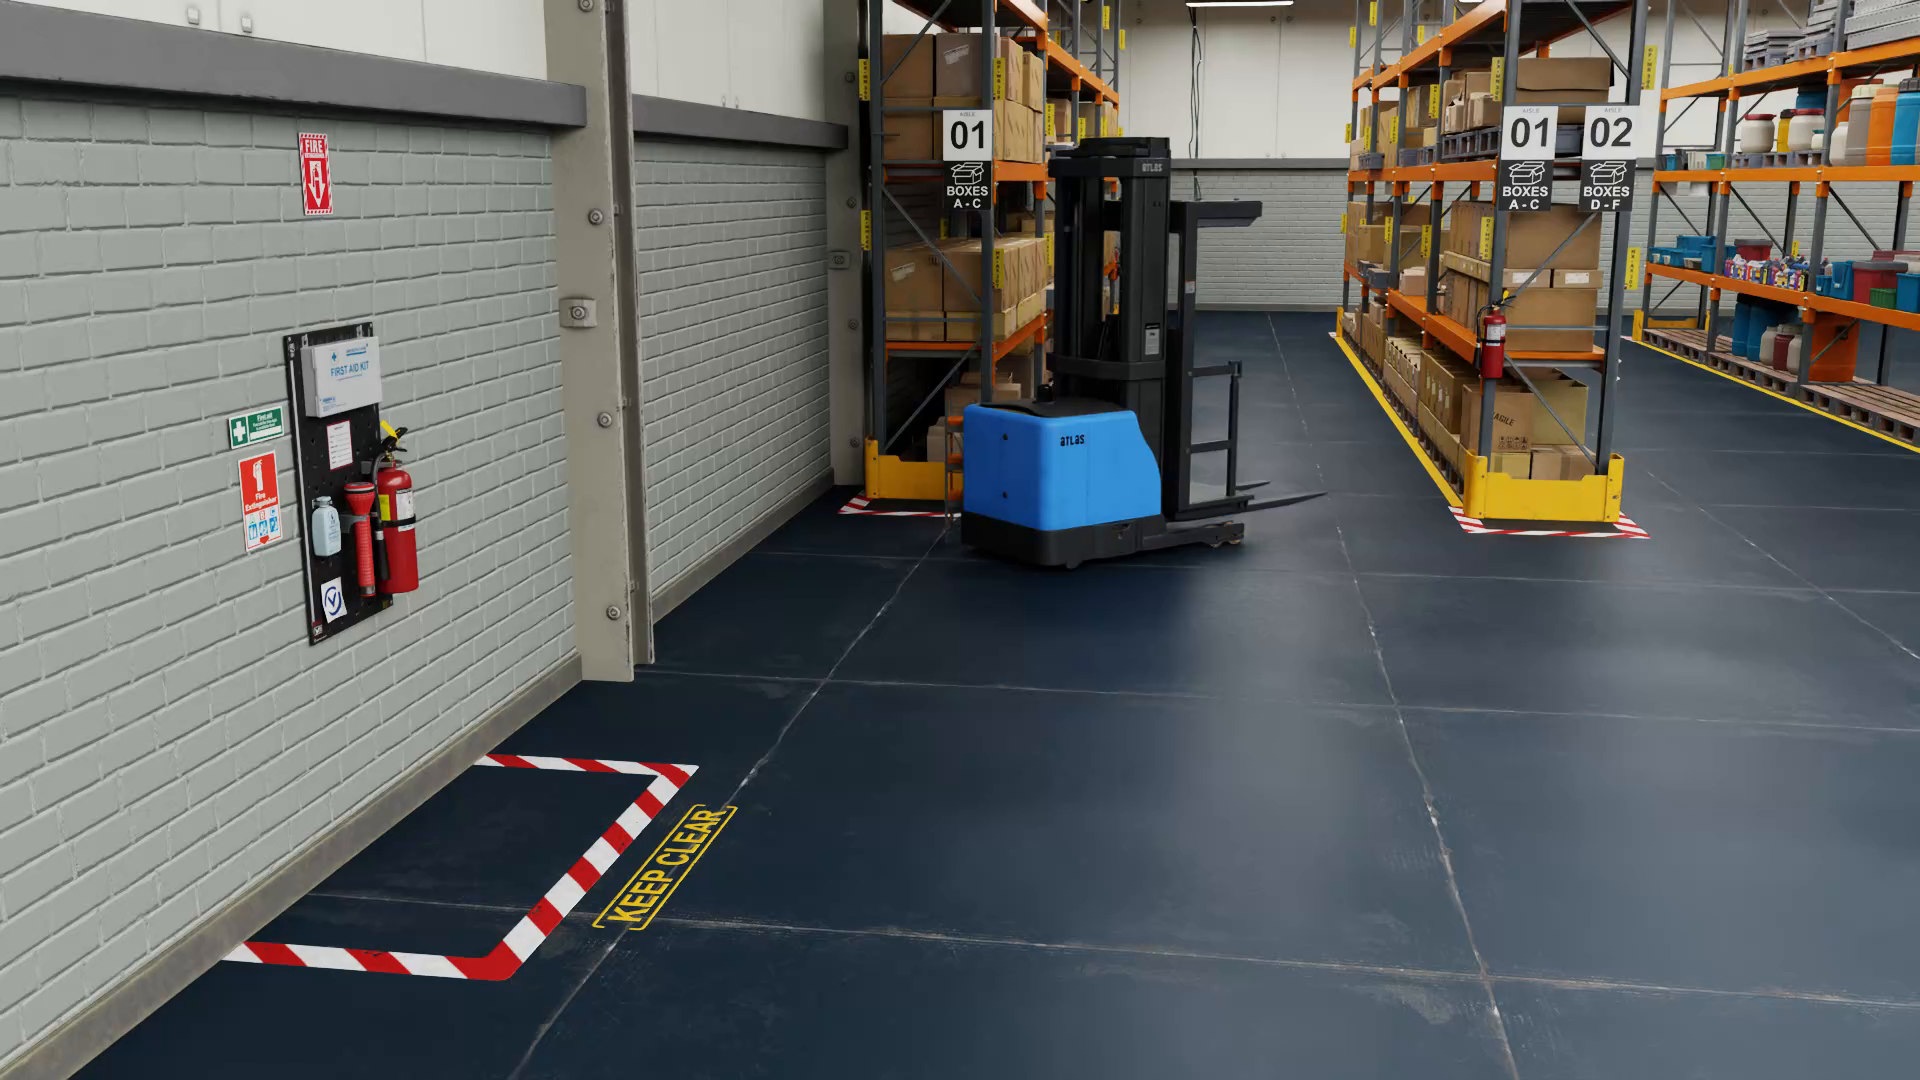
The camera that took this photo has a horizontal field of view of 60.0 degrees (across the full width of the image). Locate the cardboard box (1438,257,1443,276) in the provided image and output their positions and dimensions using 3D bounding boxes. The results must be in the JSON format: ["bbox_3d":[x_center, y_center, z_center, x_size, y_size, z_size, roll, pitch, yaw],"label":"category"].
[{"bbox_3d":[5.578,-2.919,18.683,0.500,0.500,0.500,2,12,9],"label":"cardboard box"}]

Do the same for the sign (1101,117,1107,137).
[{"bbox_3d":[2.158,-6.180,24.954,0.100,0.325,0.005,2,12,9],"label":"sign"}]

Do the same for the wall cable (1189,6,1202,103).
[{"bbox_3d":[6.132,-10.117,33.459,3.097,2.526,0.112,2,12,9],"label":"wall cable"}]

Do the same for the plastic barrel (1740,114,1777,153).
[{"bbox_3d":[11.081,-5.638,23.095,0.433,0.535,0.433,0,12,0],"label":"plastic barrel"}]

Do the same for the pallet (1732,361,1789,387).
[{"bbox_3d":[11.064,-2.224,22.313,1.003,0.211,1.213,2,12,9],"label":"pallet"}]

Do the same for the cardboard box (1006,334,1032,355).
[{"bbox_3d":[0.551,-2.262,18.980,0.500,0.250,0.500,2,12,7],"label":"cardboard box"}]

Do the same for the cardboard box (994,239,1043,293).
[{"bbox_3d":[0.552,-2.748,16.651,0.500,0.500,0.500,2,12,8],"label":"cardboard box"}]

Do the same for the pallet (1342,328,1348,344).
[{"bbox_3d":[6.997,-3.450,28.002,1.003,0.211,1.213,2,12,9],"label":"pallet"}]

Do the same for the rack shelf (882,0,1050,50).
[{"bbox_3d":[0.082,-4.820,15.215,1.077,0.370,4.000,2,12,9],"label":"rack shelf"}]

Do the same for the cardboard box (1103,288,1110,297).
[{"bbox_3d":[2.348,-4.221,28.355,0.380,0.149,0.250,2,12,10],"label":"cardboard box"}]

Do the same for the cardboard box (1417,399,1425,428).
[{"bbox_3d":[4.914,-1.272,16.804,0.500,0.250,0.500,2,12,9],"label":"cardboard box"}]

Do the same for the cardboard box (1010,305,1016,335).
[{"bbox_3d":[0.229,-1.961,14.780,0.500,0.250,0.500,1,12,7],"label":"cardboard box"}]

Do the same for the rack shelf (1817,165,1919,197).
[{"bbox_3d":[10.487,-3.867,17.904,1.077,0.370,4.000,2,12,9],"label":"rack shelf"}]

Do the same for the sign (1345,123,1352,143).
[{"bbox_3d":[6.595,-6.906,28.226,0.100,0.325,0.005,2,12,9],"label":"sign"}]

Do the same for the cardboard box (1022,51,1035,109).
[{"bbox_3d":[0.437,-4.334,15.707,0.500,0.500,0.500,1,12,7],"label":"cardboard box"}]

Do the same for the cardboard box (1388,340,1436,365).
[{"bbox_3d":[5.457,-2.256,20.041,0.500,0.311,0.500,2,12,7],"label":"cardboard box"}]

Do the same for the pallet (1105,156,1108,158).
[{"bbox_3d":[1.757,-5.915,25.912,1.003,0.211,1.213,2,12,9],"label":"pallet"}]

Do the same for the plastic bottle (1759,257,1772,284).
[{"bbox_3d":[10.725,-3.579,22.095,0.144,0.351,0.185,2,12,9],"label":"plastic bottle"}]

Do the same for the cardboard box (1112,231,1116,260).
[{"bbox_3d":[2.167,-5.195,28.768,0.980,0.700,0.700,2,12,11],"label":"cardboard box"}]

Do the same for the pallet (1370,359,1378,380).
[{"bbox_3d":[6.243,-2.374,23.009,1.003,0.211,1.213,2,12,9],"label":"pallet"}]

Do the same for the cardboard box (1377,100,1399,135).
[{"bbox_3d":[6.553,-6.269,24.732,0.700,0.500,0.500,2,12,9],"label":"cardboard box"}]

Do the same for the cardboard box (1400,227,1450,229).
[{"bbox_3d":[6.305,-4.047,22.918,0.700,0.500,0.500,-1,12,-6],"label":"cardboard box"}]

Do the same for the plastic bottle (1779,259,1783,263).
[{"bbox_3d":[11.668,-3.848,23.524,0.152,0.276,0.135,2,12,9],"label":"plastic bottle"}]

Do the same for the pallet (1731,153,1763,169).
[{"bbox_3d":[11.385,-5.209,22.872,1.213,0.211,1.003,2,12,9],"label":"pallet"}]

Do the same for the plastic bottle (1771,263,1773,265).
[{"bbox_3d":[10.720,-3.512,21.946,0.061,0.283,0.133,2,12,9],"label":"plastic bottle"}]

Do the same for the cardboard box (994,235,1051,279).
[{"bbox_3d":[0.665,-3.280,19.311,0.700,0.500,0.500,4,13,16],"label":"cardboard box"}]

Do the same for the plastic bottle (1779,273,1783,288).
[{"bbox_3d":[10.581,-3.342,21.354,0.097,0.201,0.097,0,12,0],"label":"plastic bottle"}]

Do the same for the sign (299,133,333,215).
[{"bbox_3d":[-2.413,-1.371,6.231,0.001,0.298,0.199,2,12,9],"label":"sign"}]

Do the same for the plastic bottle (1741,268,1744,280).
[{"bbox_3d":[10.831,-3.680,22.922,0.097,0.201,0.097,0,12,0],"label":"plastic bottle"}]

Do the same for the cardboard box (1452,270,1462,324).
[{"bbox_3d":[5.149,-2.344,16.011,0.700,0.500,0.500,2,12,8],"label":"cardboard box"}]

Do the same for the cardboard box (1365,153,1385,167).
[{"bbox_3d":[6.328,-5.665,24.898,0.500,0.250,0.500,2,12,9],"label":"cardboard box"}]

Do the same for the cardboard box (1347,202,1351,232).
[{"bbox_3d":[6.802,-5.449,28.047,0.500,0.500,0.500,2,12,10],"label":"cardboard box"}]

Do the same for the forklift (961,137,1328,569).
[{"bbox_3d":[1.496,-1.456,12.294,3.031,2.935,1.130,-9,15,-35],"label":"forklift"}]

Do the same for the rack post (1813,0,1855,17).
[{"bbox_3d":[10.817,-6.519,20.157,0.624,0.289,0.986,2,12,9],"label":"rack post"}]

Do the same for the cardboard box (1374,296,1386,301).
[{"bbox_3d":[7.291,-3.867,28.207,0.500,0.500,0.500,2,12,9],"label":"cardboard box"}]

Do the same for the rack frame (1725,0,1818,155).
[{"bbox_3d":[11.410,-6.934,23.308,1.000,3.000,0.127,2,12,9],"label":"rack frame"}]

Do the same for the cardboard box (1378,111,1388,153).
[{"bbox_3d":[6.365,-5.830,23.832,0.600,0.600,0.600,1,12,3],"label":"cardboard box"}]

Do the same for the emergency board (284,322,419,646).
[{"bbox_3d":[-2.313,-0.236,6.468,0.194,1.169,0.643,2,12,9],"label":"emergency board"}]

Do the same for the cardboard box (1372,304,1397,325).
[{"bbox_3d":[5.970,-3.117,22.945,0.500,0.250,0.500,2,12,8],"label":"cardboard box"}]

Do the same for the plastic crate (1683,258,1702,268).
[{"bbox_3d":[11.380,-4.274,25.689,0.293,0.136,0.466,2,12,9],"label":"plastic crate"}]

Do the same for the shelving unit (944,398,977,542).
[{"bbox_3d":[0.008,-0.524,12.434,0.215,1.050,0.252,2,12,9],"label":"shelving unit"}]

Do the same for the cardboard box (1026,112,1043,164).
[{"bbox_3d":[0.556,-4.068,16.846,0.500,0.500,0.500,2,12,10],"label":"cardboard box"}]

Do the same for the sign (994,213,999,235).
[{"bbox_3d":[0.456,-4.073,21.524,0.100,0.325,0.005,2,12,9],"label":"sign"}]

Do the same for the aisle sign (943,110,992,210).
[{"bbox_3d":[0.060,-3.070,13.450,0.394,0.787,0.004,2,12,9],"label":"aisle sign"}]

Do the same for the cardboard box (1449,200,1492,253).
[{"bbox_3d":[5.223,-3.088,16.384,0.700,0.500,0.500,2,12,9],"label":"cardboard box"}]

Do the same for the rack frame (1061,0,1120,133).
[{"bbox_3d":[2.236,-8.088,28.661,1.000,3.000,0.127,2,12,9],"label":"rack frame"}]

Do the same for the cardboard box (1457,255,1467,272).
[{"bbox_3d":[4.897,-2.601,15.665,0.380,0.149,0.250,1,12,7],"label":"cardboard box"}]

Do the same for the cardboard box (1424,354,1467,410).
[{"bbox_3d":[4.835,-1.534,16.243,0.500,0.500,0.500,2,12,9],"label":"cardboard box"}]

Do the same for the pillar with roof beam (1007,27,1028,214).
[{"bbox_3d":[5.127,-7.289,24.957,9.100,9.000,0.400,2,12,9],"label":"pillar with roof beam"}]

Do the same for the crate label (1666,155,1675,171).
[{"bbox_3d":[11.564,-6.046,26.661,0.408,0.251,0.502,2,12,9],"label":"crate label"}]

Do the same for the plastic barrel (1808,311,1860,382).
[{"bbox_3d":[10.853,-2.415,20.736,0.600,0.830,0.708,2,12,9],"label":"plastic barrel"}]

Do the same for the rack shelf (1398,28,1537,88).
[{"bbox_3d":[5.593,-5.299,18.379,1.077,0.370,4.000,2,12,9],"label":"rack shelf"}]
